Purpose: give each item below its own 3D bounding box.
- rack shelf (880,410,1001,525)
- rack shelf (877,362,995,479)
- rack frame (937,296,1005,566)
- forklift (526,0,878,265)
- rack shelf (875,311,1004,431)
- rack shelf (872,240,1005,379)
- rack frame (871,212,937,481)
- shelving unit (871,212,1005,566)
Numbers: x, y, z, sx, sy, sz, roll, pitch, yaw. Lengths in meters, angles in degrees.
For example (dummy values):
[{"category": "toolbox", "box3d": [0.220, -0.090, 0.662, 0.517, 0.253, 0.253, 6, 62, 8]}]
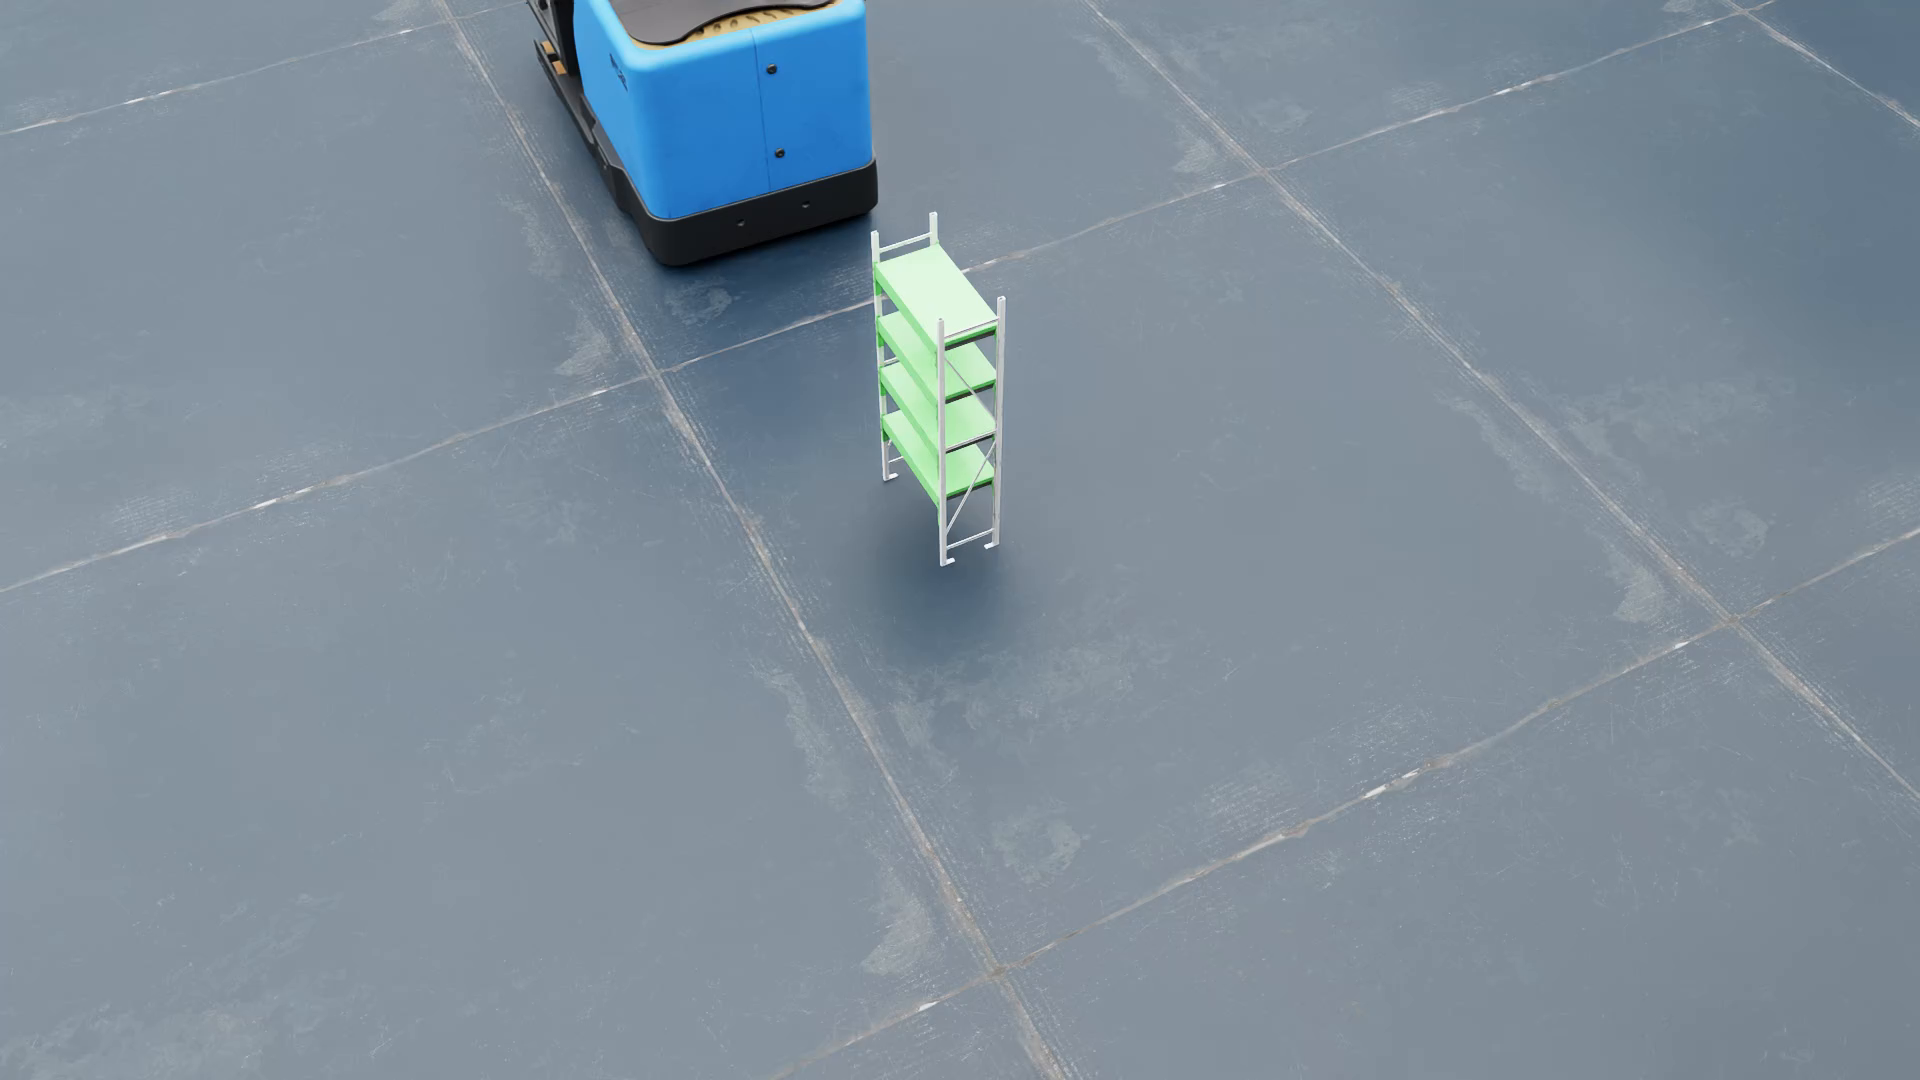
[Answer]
[{"category": "rack shelf", "box3d": [-0.076, -0.306, 6.124, 0.258, 0.148, 0.480, -21, 52, -18]}, {"category": "rack shelf", "box3d": [-0.076, -0.464, 5.943, 0.258, 0.148, 0.480, -21, 52, -18]}, {"category": "rack frame", "box3d": [0.036, -0.342, 5.752, 0.240, 1.200, 0.015, -21, 52, -18]}, {"category": "forklift", "box3d": [-1.450, -3.277, 7.169, 1.130, 2.935, 3.031, -19, 52, -16]}, {"category": "rack shelf", "box3d": [-0.076, -0.622, 5.763, 0.258, 0.148, 0.480, -21, 52, -18]}, {"category": "rack shelf", "box3d": [-0.076, -0.780, 5.582, 0.258, 0.148, 0.480, -21, 52, -18]}, {"category": "rack frame", "box3d": [-0.187, -0.669, 6.038, 0.240, 1.200, 0.015, -21, 52, -18]}, {"category": "shelving unit", "box3d": [-0.076, -0.506, 5.895, 0.258, 1.200, 0.503, -21, 52, -18]}]
